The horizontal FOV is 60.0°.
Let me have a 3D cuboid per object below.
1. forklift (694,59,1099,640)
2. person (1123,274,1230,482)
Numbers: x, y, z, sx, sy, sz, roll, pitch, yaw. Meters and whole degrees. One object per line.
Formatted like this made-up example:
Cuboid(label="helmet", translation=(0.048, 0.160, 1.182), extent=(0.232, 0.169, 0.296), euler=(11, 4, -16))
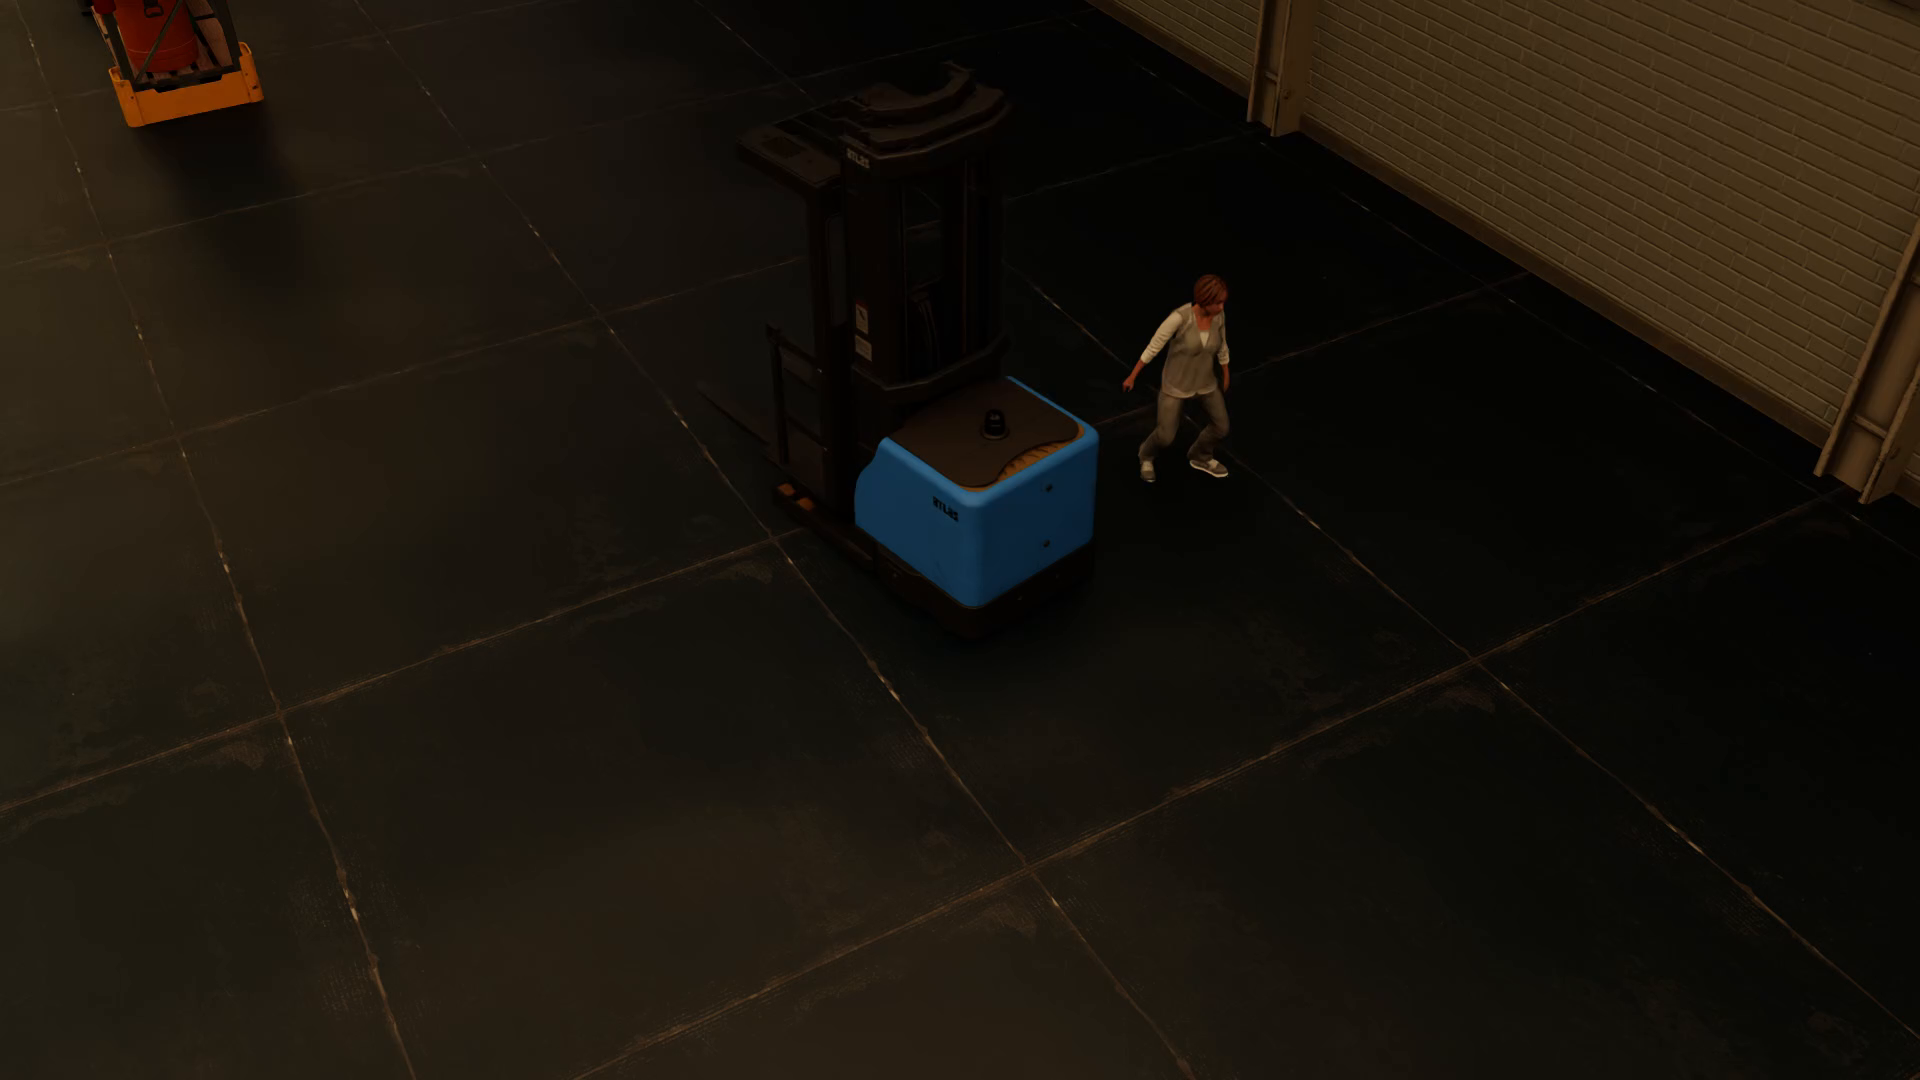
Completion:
Cuboid(label="forklift", translation=(-0.546, -1.418, 9.746), extent=(1.130, 2.935, 3.031), euler=(-29, 48, -31))
Cuboid(label="person", translation=(1.368, -0.997, 10.372), extent=(0.732, 1.537, 0.438), euler=(-11, 41, -12))
